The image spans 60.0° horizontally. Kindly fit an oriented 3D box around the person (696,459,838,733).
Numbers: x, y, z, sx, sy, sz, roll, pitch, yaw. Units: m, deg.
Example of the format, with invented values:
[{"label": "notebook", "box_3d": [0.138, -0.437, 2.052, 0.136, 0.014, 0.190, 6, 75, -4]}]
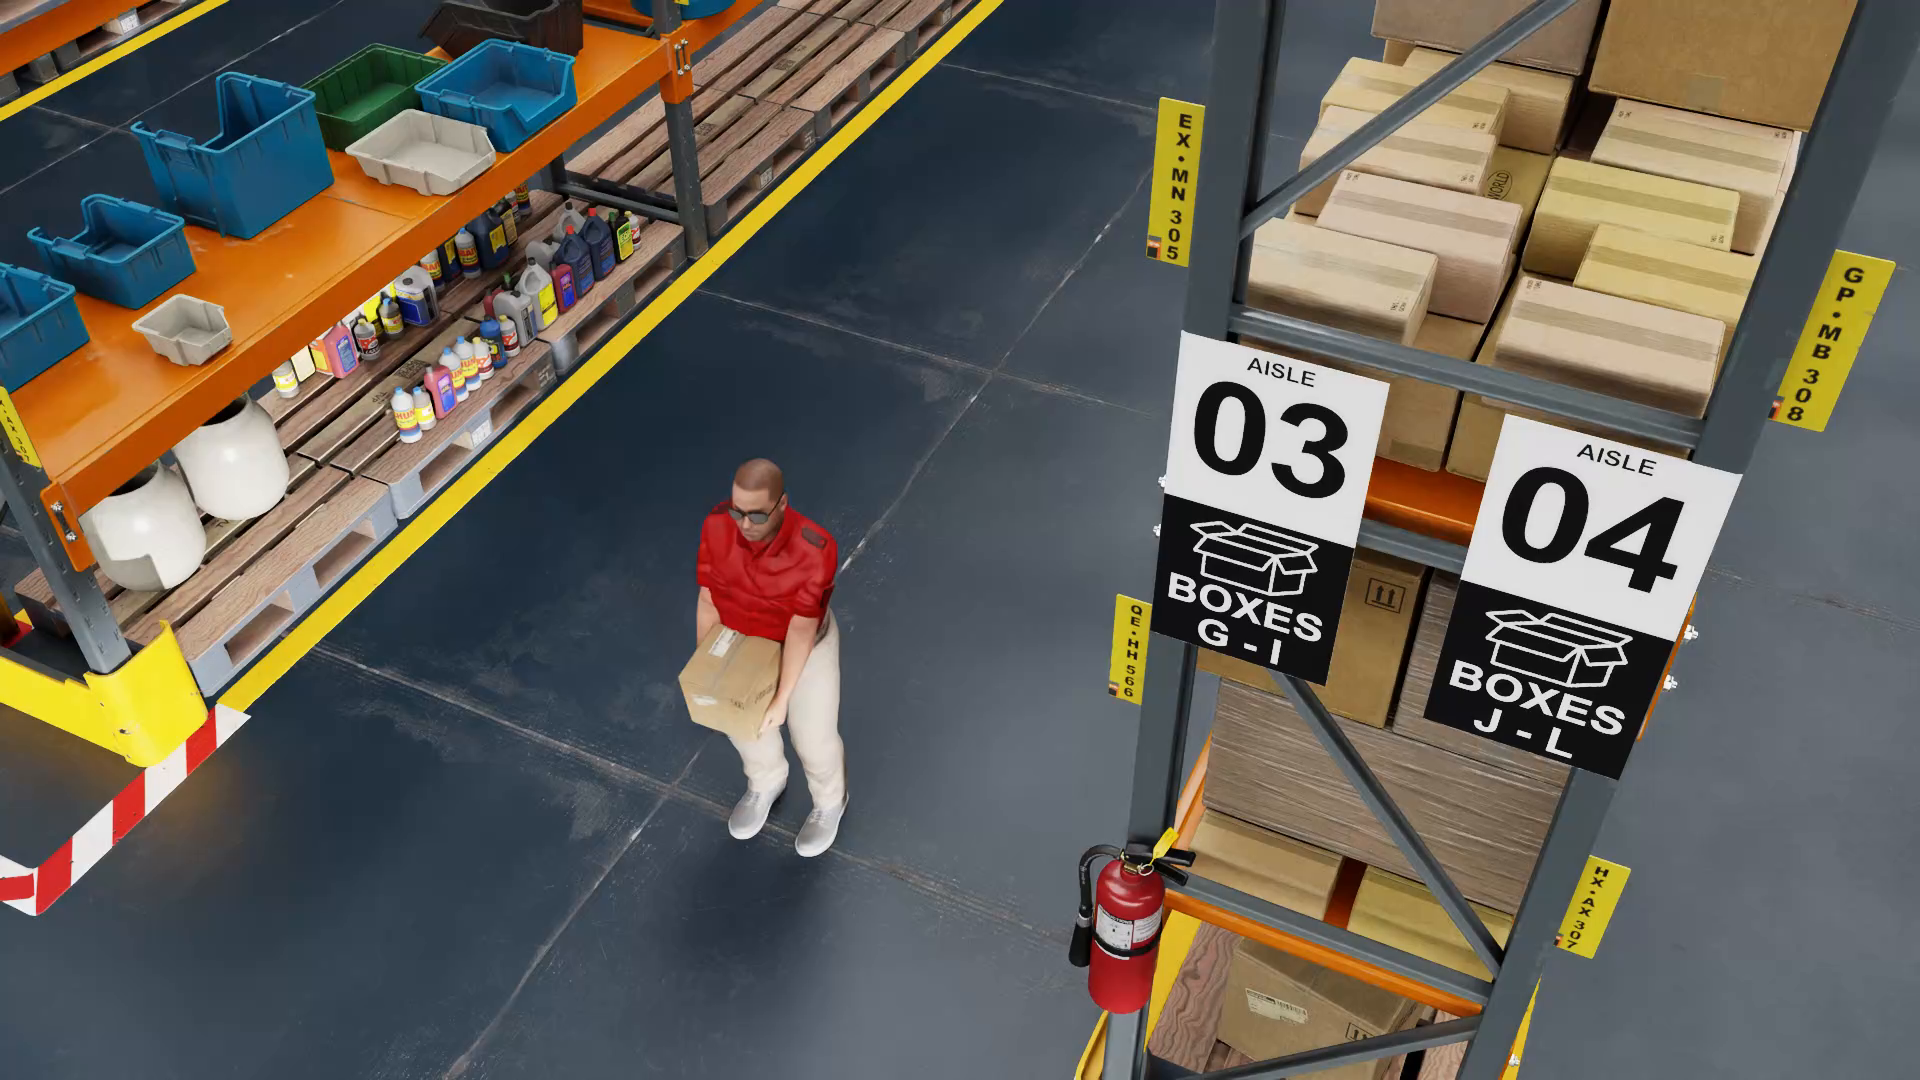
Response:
[{"label": "person", "box_3d": [-0.664, 0.152, 5.406, 0.489, 0.915, 0.480, 17, 44, 18]}]
